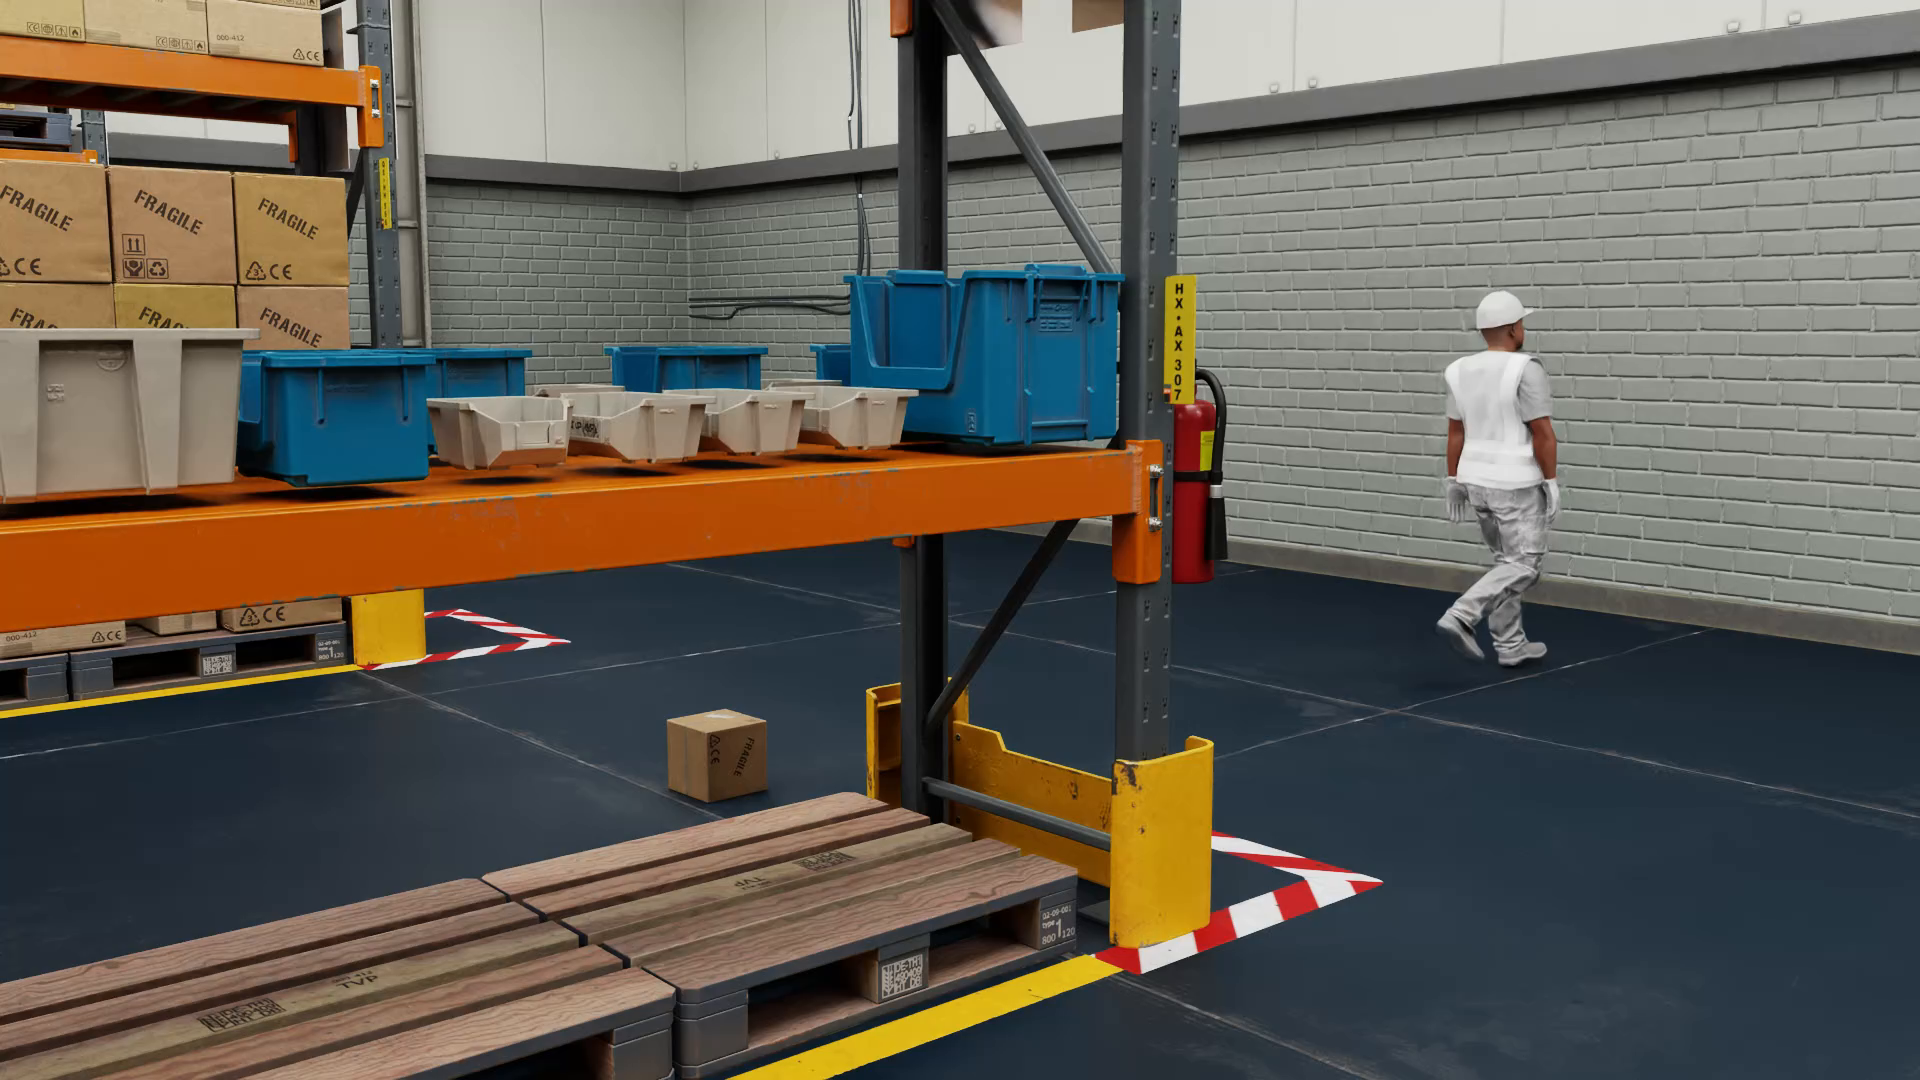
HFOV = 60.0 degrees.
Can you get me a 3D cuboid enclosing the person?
[{"bbox_3d":[2.499,-0.262,7.693,0.854,1.761,0.553,-4,8,-28],"label":"person"}]
